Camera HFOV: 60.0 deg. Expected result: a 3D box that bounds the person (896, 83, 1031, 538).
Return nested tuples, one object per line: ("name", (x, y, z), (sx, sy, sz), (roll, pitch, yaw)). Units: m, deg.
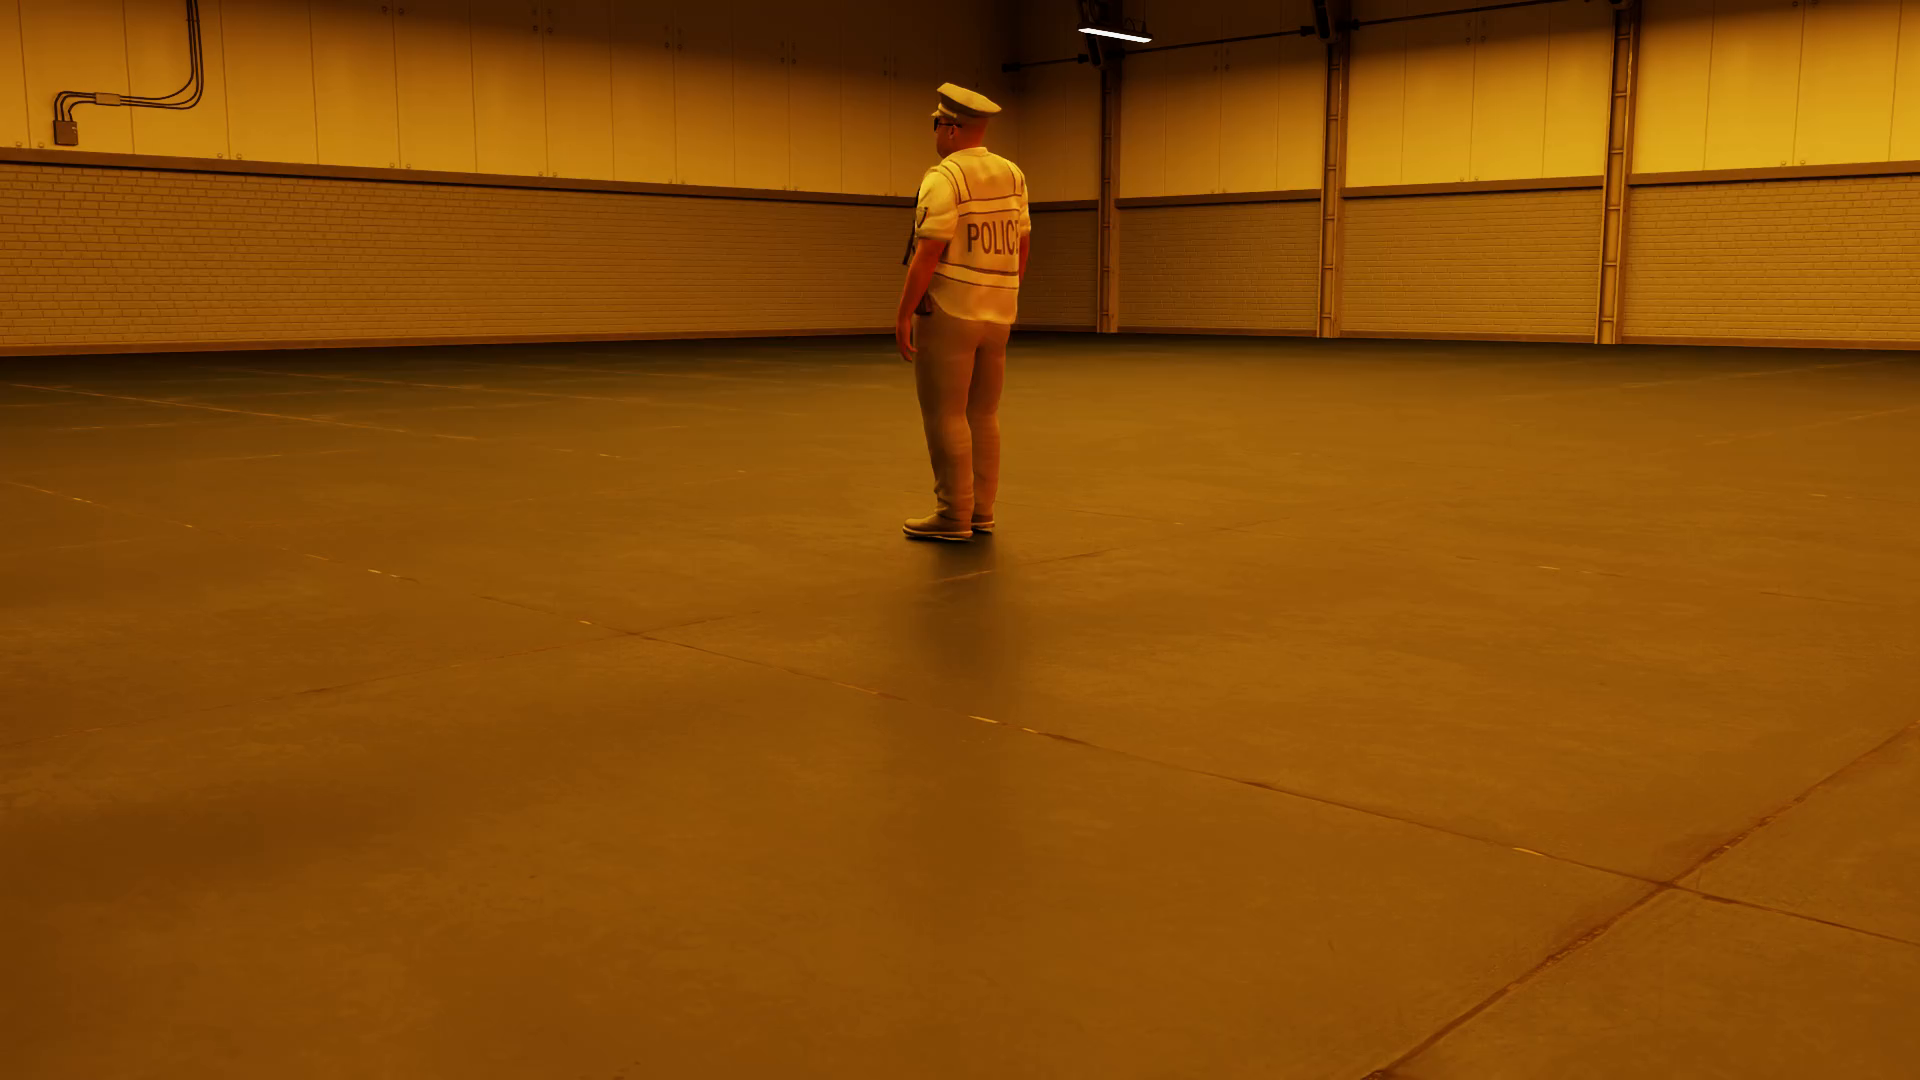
("person", (-0.048, -0.898, 6.646), (0.573, 1.780, 0.641), (8, 12, 43))
